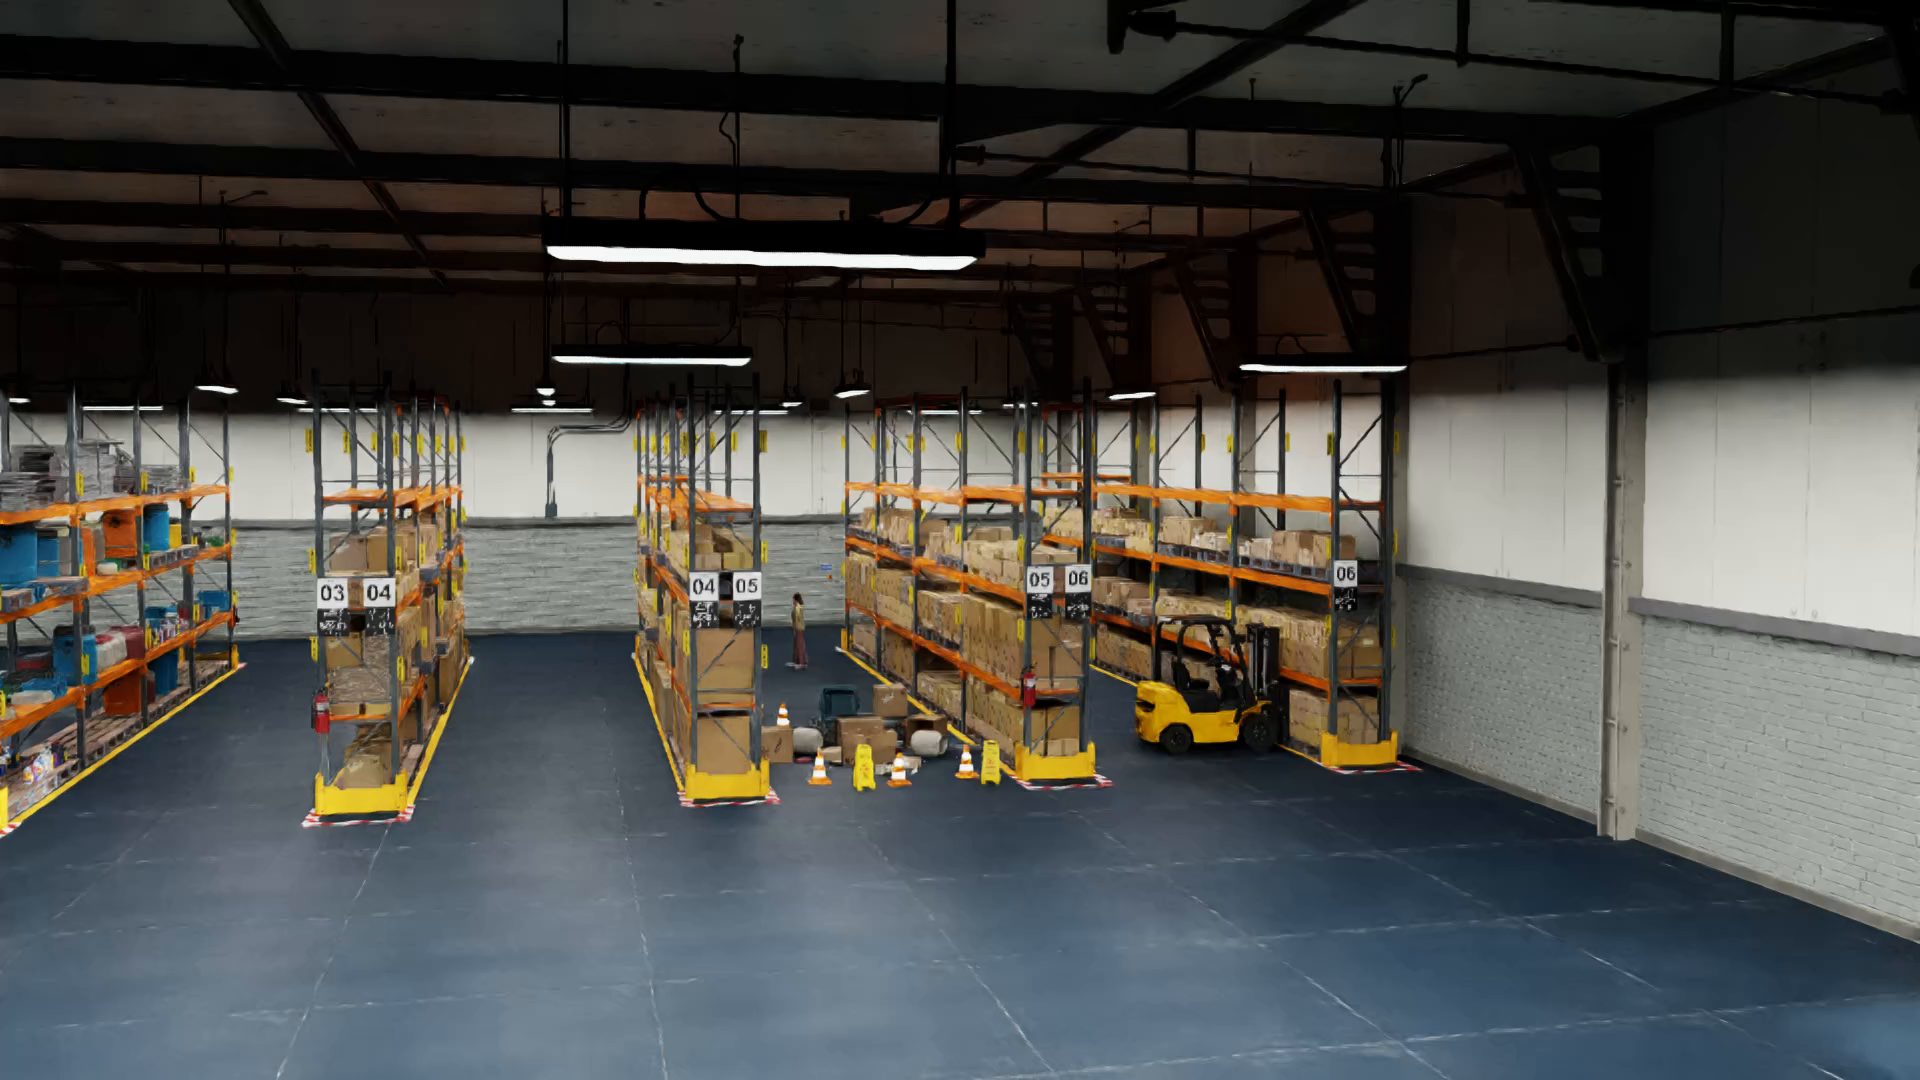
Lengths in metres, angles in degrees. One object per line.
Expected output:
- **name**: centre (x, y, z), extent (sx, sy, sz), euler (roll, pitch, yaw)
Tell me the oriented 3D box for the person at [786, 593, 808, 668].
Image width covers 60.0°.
- **person**: centre (-3.641, 2.008, 37.116), extent (0.545, 1.670, 0.545), euler (0, 3, 5)
